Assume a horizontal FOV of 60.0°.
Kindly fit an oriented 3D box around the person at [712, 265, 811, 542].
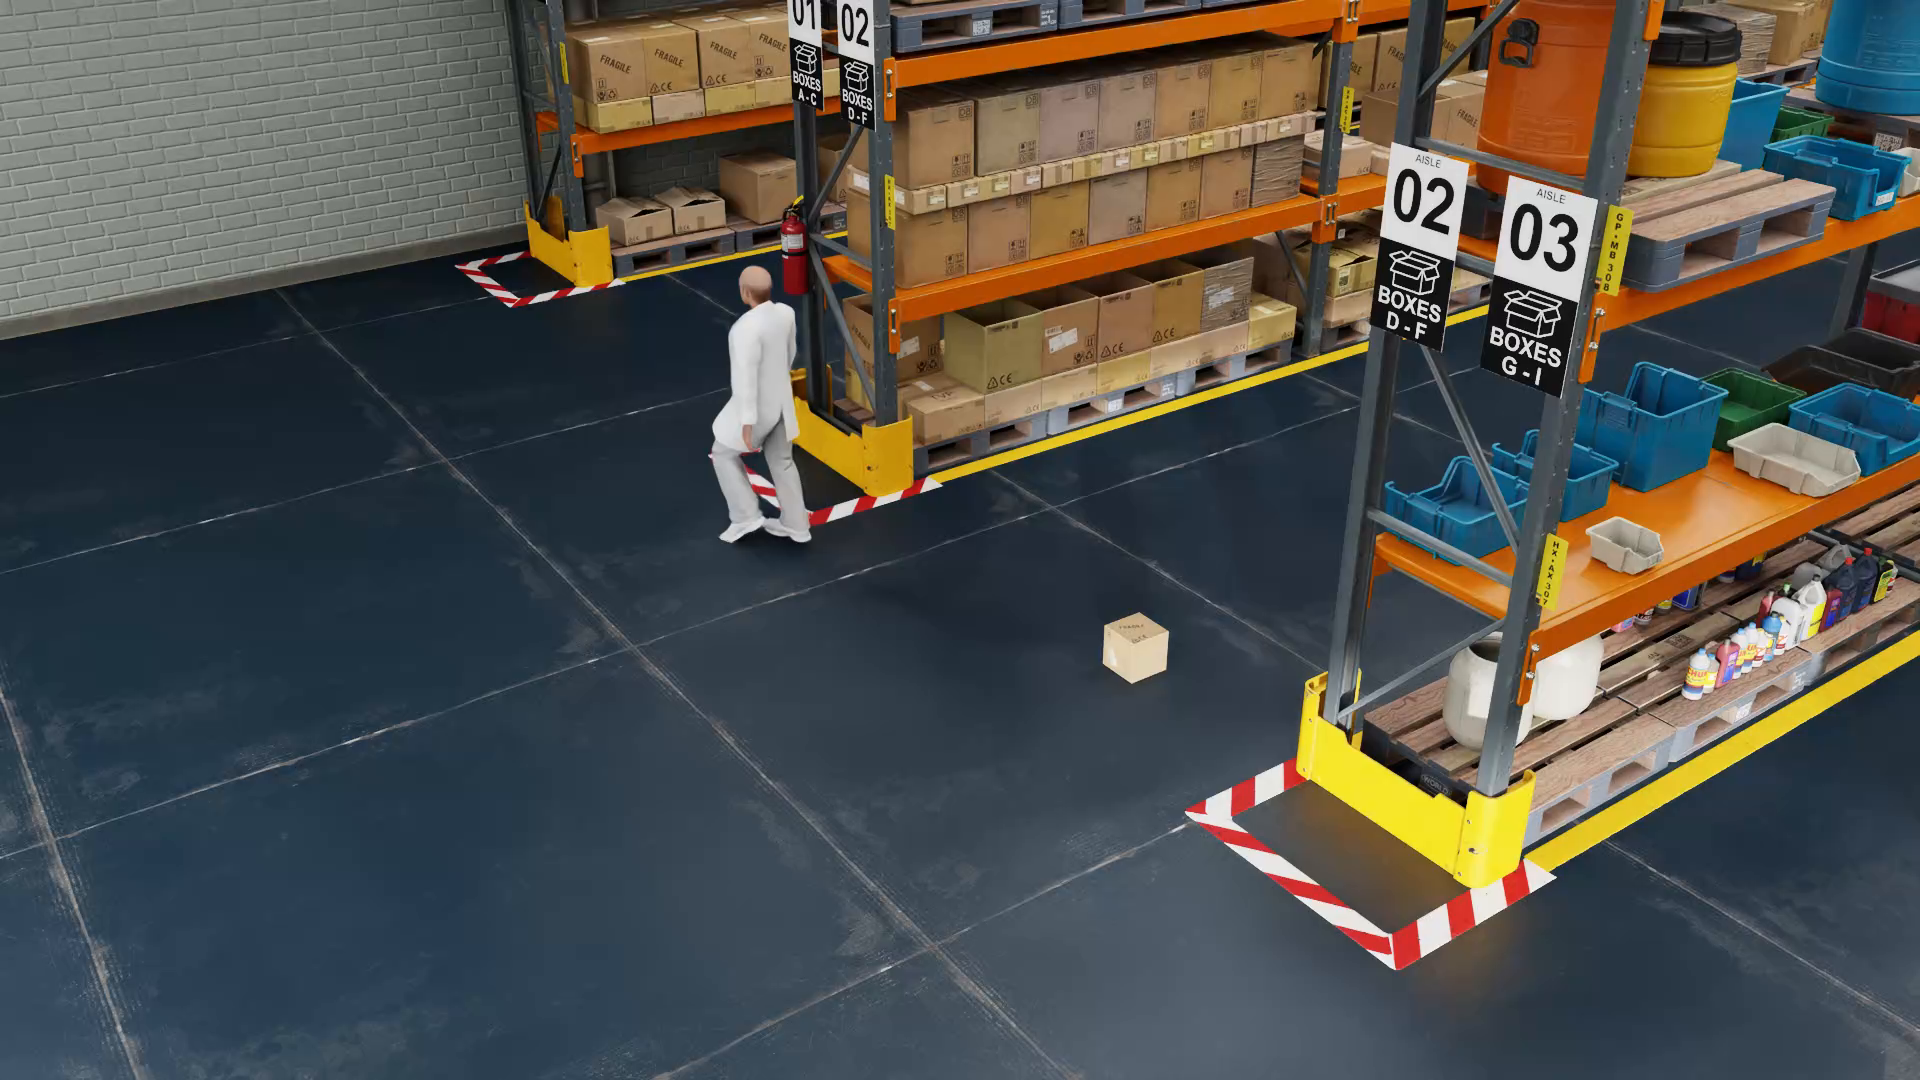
[{"bbox_3d":[-1.209,-0.782,10.103,0.589,1.838,0.637,17,33,29],"label":"person"}]
